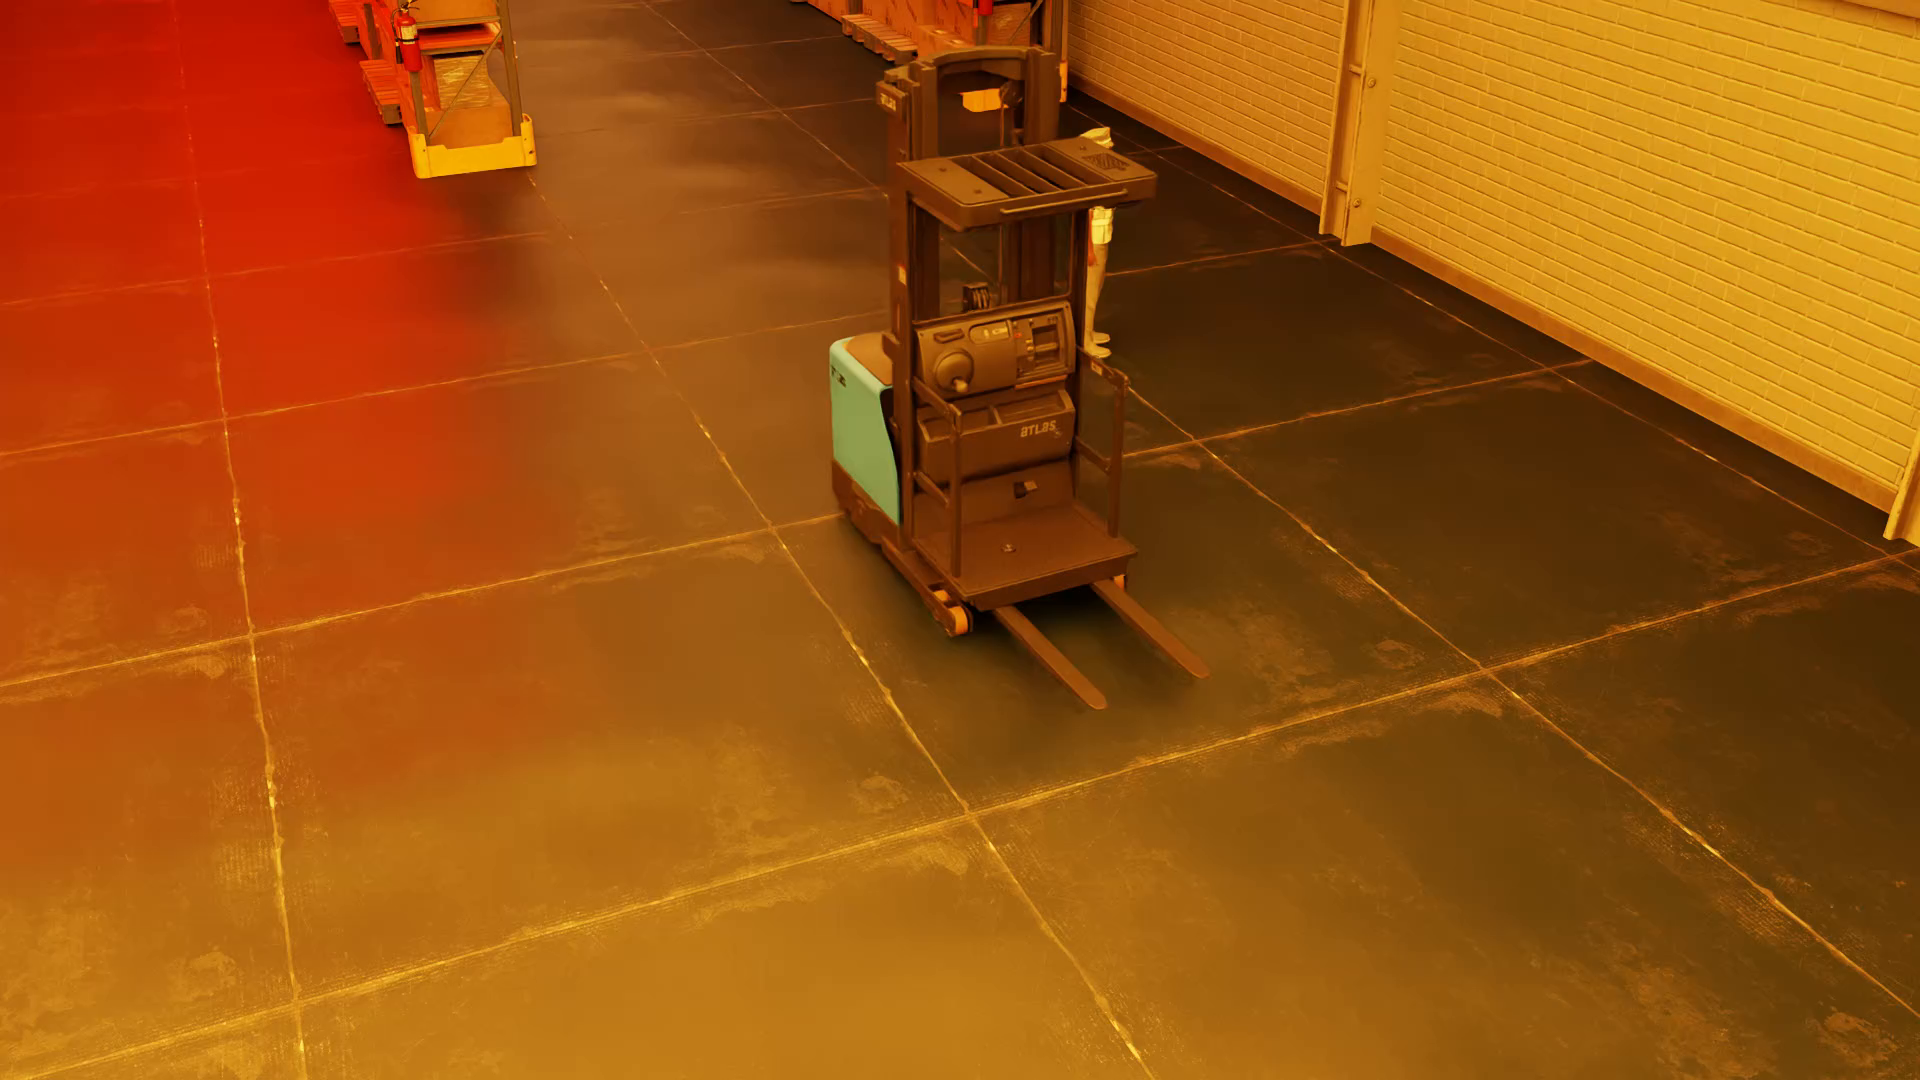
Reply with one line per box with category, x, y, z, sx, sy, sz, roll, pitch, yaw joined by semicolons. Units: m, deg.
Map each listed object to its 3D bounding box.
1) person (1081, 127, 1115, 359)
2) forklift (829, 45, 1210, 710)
person;0.986;-2.202;12.229;0.345;1.689;0.462;4;30;7
forklift;0.300;-0.992;8.855;1.130;2.935;3.031;-14;33;-23
